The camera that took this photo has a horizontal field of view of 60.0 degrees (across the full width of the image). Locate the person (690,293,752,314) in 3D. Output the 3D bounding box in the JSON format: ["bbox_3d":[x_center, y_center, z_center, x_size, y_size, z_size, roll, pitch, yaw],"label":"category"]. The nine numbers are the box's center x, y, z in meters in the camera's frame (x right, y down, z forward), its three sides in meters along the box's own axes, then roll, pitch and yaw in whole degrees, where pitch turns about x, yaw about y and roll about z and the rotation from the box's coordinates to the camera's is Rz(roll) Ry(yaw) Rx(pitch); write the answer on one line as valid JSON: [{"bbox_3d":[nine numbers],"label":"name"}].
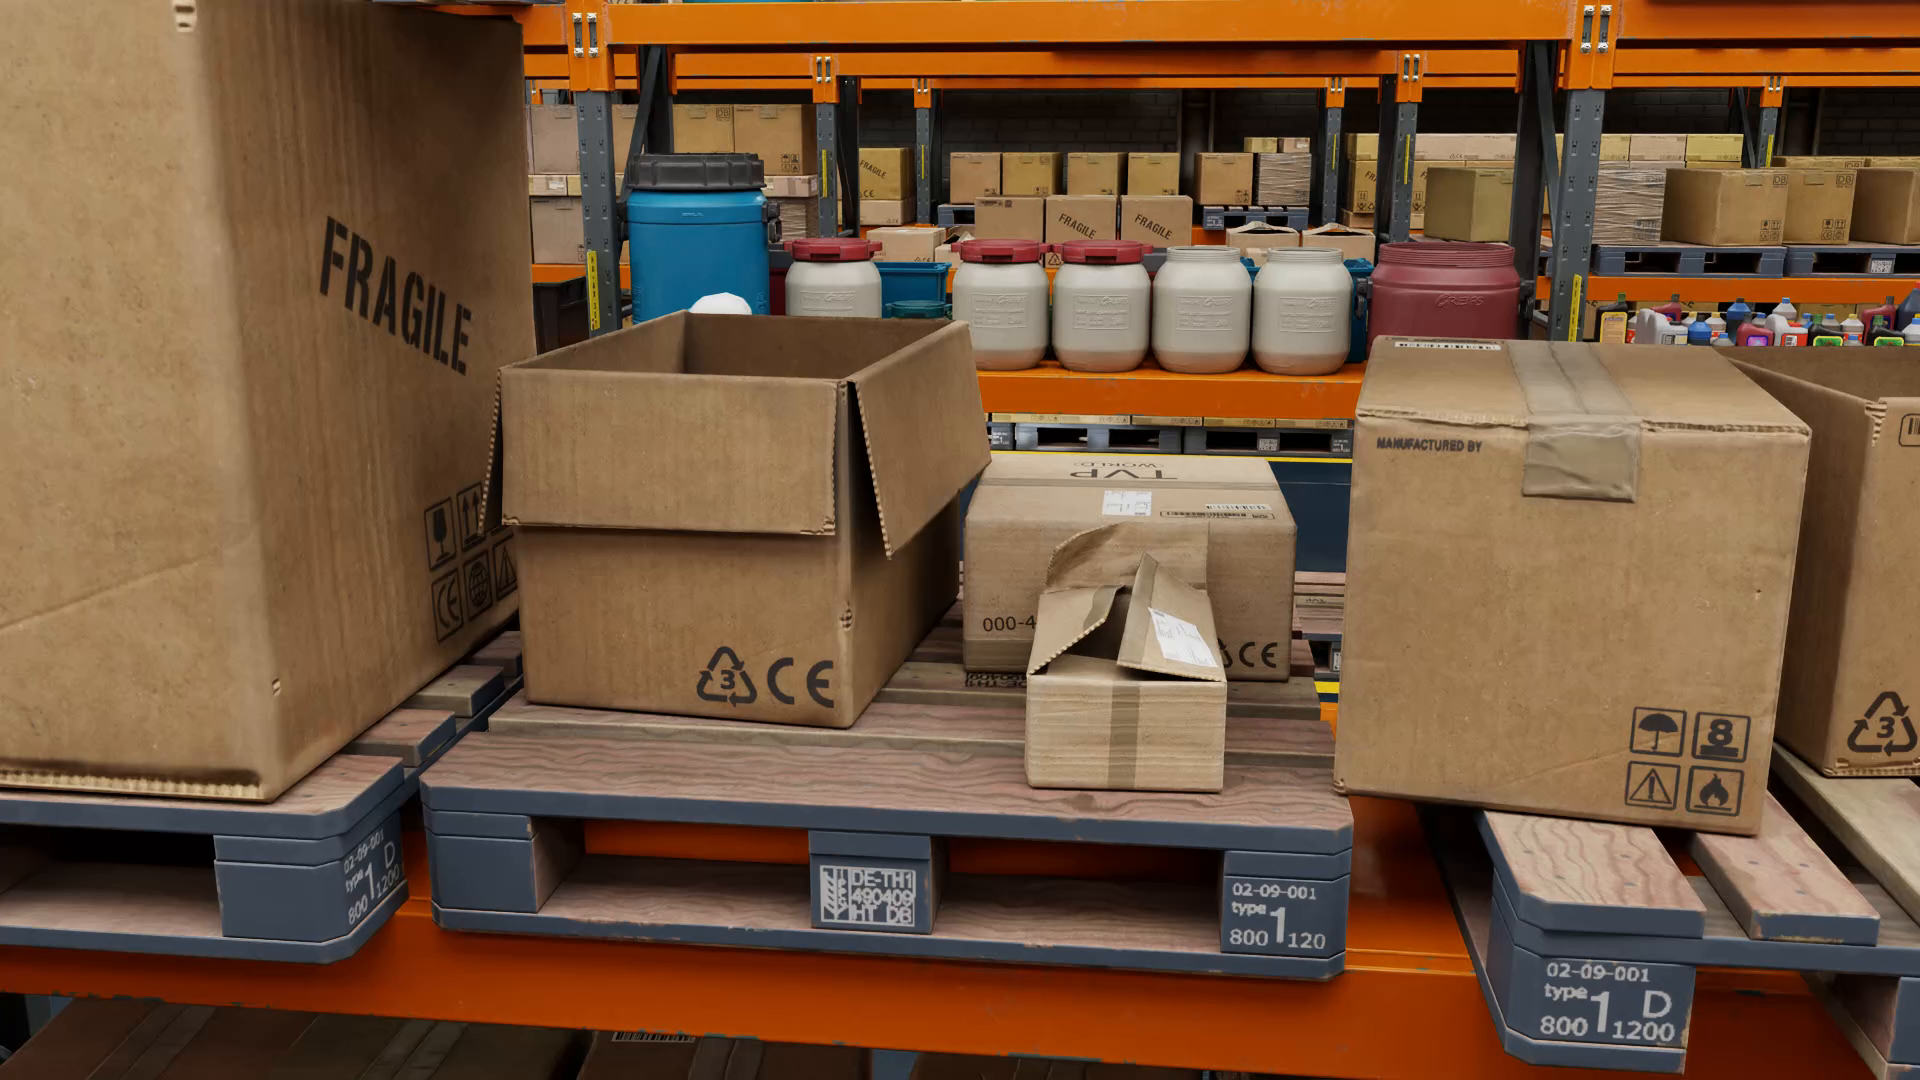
[{"bbox_3d":[-0.770,-0.008,5.996,0.457,1.761,0.628,2,14,7],"label":"person"}]
